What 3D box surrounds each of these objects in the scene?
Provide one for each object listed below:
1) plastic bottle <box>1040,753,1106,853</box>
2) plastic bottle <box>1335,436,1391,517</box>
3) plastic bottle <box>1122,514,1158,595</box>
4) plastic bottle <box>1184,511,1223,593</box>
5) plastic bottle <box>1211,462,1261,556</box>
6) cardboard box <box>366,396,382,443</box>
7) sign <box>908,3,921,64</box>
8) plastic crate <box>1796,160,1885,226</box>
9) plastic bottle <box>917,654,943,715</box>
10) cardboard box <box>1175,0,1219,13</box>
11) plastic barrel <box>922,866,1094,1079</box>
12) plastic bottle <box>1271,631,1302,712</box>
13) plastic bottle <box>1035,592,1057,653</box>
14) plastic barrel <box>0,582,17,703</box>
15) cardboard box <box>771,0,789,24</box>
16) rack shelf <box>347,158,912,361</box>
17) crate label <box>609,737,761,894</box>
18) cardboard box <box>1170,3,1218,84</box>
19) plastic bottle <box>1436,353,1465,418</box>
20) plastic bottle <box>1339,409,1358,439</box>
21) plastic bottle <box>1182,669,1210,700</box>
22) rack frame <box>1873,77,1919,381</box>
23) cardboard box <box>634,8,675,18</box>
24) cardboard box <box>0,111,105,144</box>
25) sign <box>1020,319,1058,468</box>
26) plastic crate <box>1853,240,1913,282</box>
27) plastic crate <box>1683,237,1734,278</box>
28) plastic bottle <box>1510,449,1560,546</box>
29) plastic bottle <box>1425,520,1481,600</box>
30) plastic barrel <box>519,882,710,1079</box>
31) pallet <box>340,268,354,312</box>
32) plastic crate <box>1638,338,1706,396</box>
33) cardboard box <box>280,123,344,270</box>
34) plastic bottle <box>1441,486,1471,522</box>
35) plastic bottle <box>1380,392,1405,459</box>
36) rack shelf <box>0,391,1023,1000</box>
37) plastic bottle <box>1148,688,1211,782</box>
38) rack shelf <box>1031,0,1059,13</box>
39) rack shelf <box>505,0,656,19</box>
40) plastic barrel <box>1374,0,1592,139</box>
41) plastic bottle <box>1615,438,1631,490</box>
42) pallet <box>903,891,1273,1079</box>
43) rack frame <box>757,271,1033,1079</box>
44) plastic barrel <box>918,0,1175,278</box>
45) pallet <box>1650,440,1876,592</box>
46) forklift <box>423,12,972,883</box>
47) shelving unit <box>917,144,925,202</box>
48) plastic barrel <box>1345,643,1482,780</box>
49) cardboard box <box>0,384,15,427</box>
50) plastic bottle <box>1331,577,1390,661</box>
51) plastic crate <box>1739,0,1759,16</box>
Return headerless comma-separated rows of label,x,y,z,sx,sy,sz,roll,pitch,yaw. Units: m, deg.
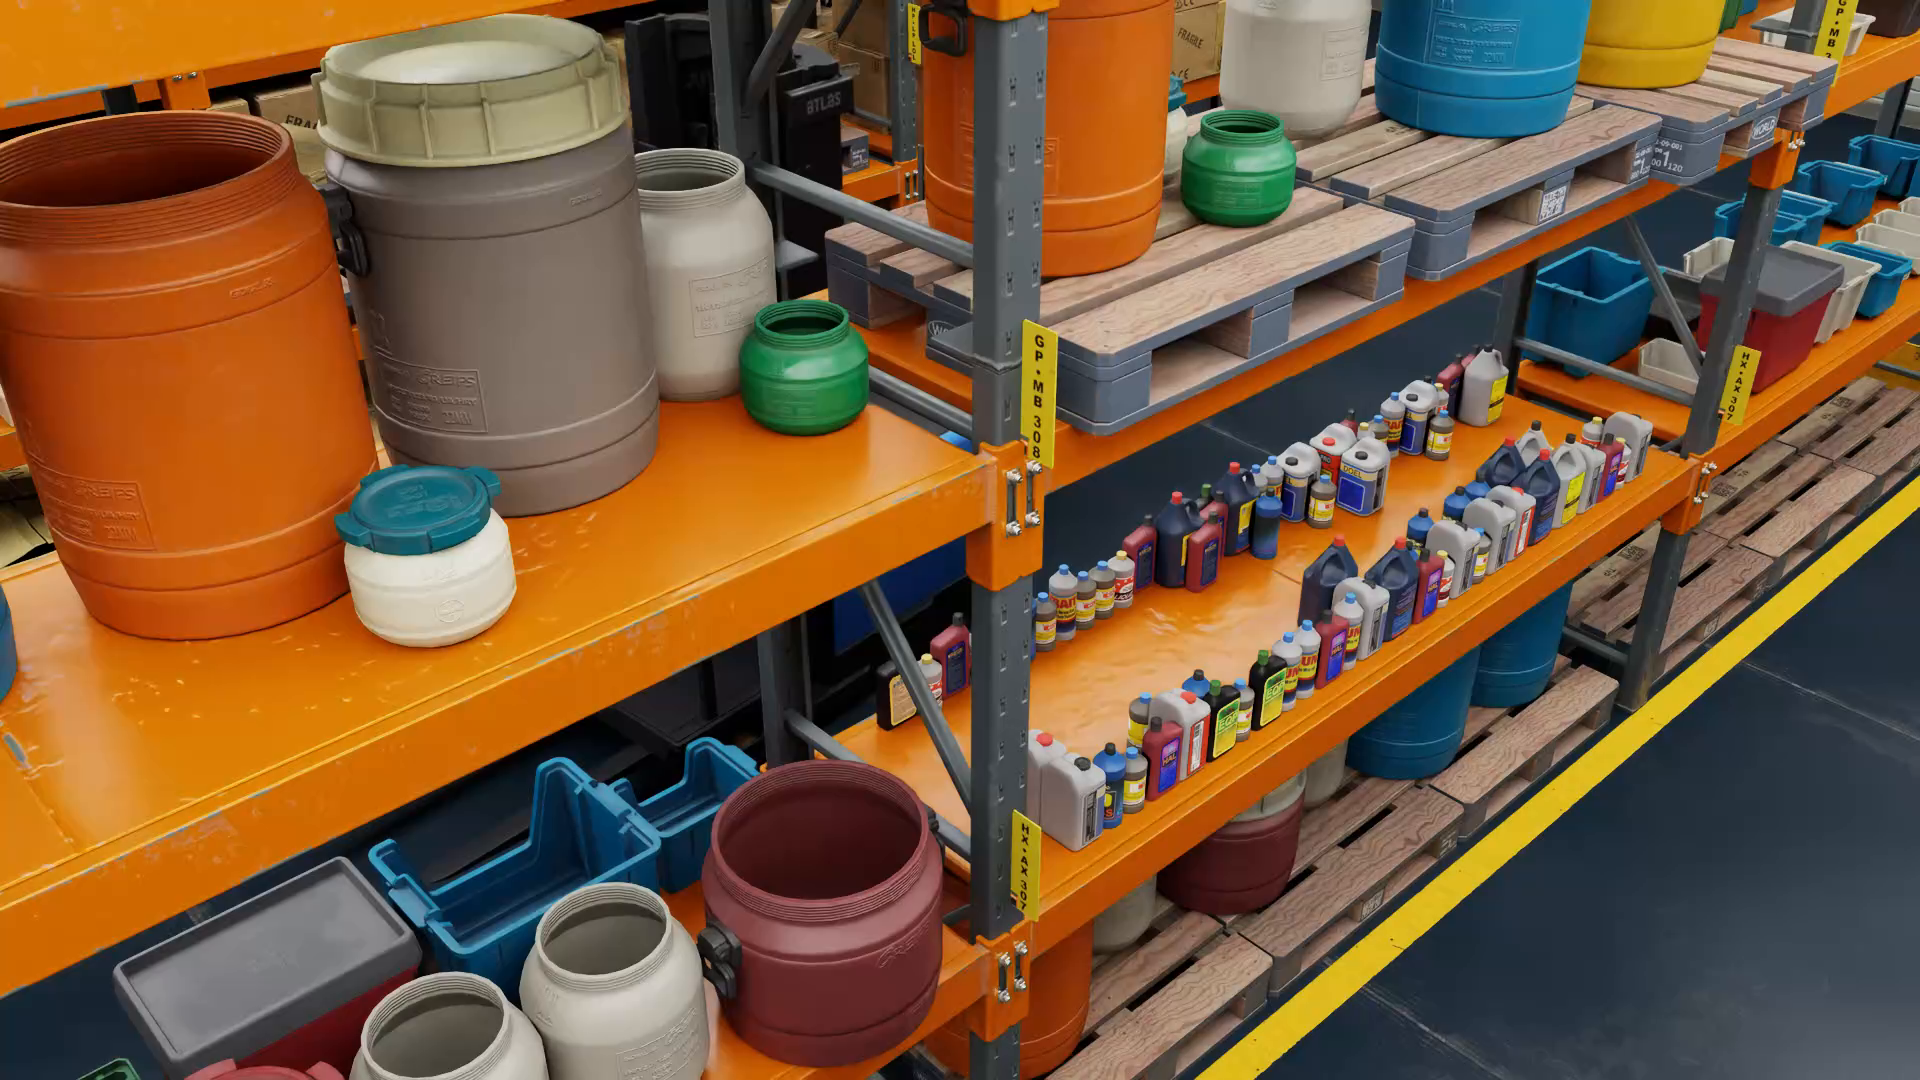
plastic bottle,0.328,0.735,4.792,0.135,0.276,0.152,-26,40,-35
plastic bottle,1.551,-0.249,6.401,0.135,0.276,0.152,-26,40,-35
plastic bottle,0.636,0.049,5.906,0.133,0.283,0.061,-26,40,-35
plastic bottle,0.870,0.039,5.923,0.133,0.283,0.061,-26,40,-35
plastic bottle,1.014,-0.133,6.139,0.185,0.351,0.144,-26,40,-35
cardboard box,-3.046,-0.358,8.434,0.500,0.500,0.500,-24,39,-34
sign,-0.261,-2.886,9.485,0.005,0.325,0.100,-26,40,-35
plastic crate,4.770,-1.885,9.060,0.300,0.233,0.416,-26,40,-35
plastic bottle,-0.105,0.456,5.320,0.097,0.201,0.097,0,31,0
cardboard box,1.406,-3.863,11.138,0.500,0.500,0.500,-25,39,-34
plastic barrel,0.139,1.278,5.462,0.708,0.830,0.600,-26,40,-35
plastic bottle,1.038,0.413,5.323,0.097,0.271,0.097,0,31,0
plastic bottle,0.278,0.270,5.623,0.097,0.201,0.097,0,31,0
plastic barrel,-1.957,-0.090,2.667,0.708,0.901,0.600,-26,40,-35
cardboard box,-1.681,-4.812,15.116,0.250,0.149,0.380,-25,39,-34
rack shelf,-2.107,-1.587,9.159,4.000,0.370,1.077,-26,40,-35
crate label,-0.772,0.789,4.744,0.416,0.233,0.303,-26,40,-35
cardboard box,1.402,-3.441,11.407,0.500,0.500,0.500,-25,40,-35
plastic bottle,2.068,-0.643,7.038,0.133,0.283,0.061,-26,40,-35
plastic bottle,1.514,-0.375,6.600,0.133,0.283,0.061,-26,40,-35
plastic bottle,0.730,0.519,5.150,0.097,0.271,0.097,0,31,0
rack frame,5.658,-2.126,9.351,0.127,3.000,1.000,-26,40,-35
cardboard box,-2.682,-4.599,14.768,0.250,0.149,0.380,-27,40,-36
cardboard box,-6.316,-2.551,11.704,0.750,0.750,0.750,-26,40,-36
sign,0.171,-0.315,3.615,0.005,0.325,0.100,-26,40,-35
plastic crate,4.568,-1.363,8.299,0.250,0.136,0.298,-26,40,-35
plastic crate,3.797,-1.353,8.282,0.466,0.136,0.293,-26,40,-35
plastic bottle,2.137,-0.169,6.199,0.185,0.351,0.144,-26,40,-35
plastic bottle,1.749,0.048,5.915,0.135,0.276,0.152,-26,40,-35
plastic barrel,-0.818,1.111,3.951,0.421,0.512,0.421,0,31,0
pallet,-3.124,-1.370,8.299,1.003,0.211,1.213,-26,40,-35
plastic crate,3.163,-0.731,7.265,0.243,0.136,0.396,-26,40,-35
cardboard box,-3.189,-1.673,8.112,0.700,0.500,0.500,15,35,23
plastic bottle,1.820,-0.074,6.118,0.097,0.271,0.097,0,31,0
plastic bottle,1.754,-0.473,6.772,0.097,0.271,0.097,0,31,0
rack shelf,-1.675,0.448,2.956,4.000,0.370,1.077,-26,40,-35
plastic bottle,0.668,0.571,5.060,0.135,0.276,0.152,-26,40,-35
rack shelf,1.258,-2.079,4.598,4.000,0.370,1.077,-26,40,-35
rack shelf,-2.545,-4.899,14.577,4.000,0.370,1.077,-26,40,-35
plastic barrel,1.577,-1.716,4.922,0.708,0.901,0.600,-26,40,-35
plastic bottle,2.589,-0.307,6.567,0.097,0.201,0.097,0,31,0
pallet,0.341,1.606,5.921,1.213,0.211,1.003,-26,40,-35
rack frame,-0.209,0.712,4.711,0.127,3.000,1.000,-26,40,-35
plastic barrel,0.210,-1.131,4.034,0.708,0.830,0.600,-26,40,-35
pallet,4.132,-0.228,8.920,1.213,0.211,1.003,-26,40,-35
forklift,-1.229,-0.484,6.732,1.130,2.935,3.031,25,39,34
shelving unit,0.121,-0.955,8.298,0.503,2.100,0.431,-26,40,-35
plastic barrel,1.795,0.447,6.753,0.708,0.901,0.600,-26,40,-35
cardboard box,-4.045,-0.652,7.183,0.250,0.149,0.380,-26,40,-35
plastic bottle,1.345,0.243,5.596,0.135,0.276,0.152,-26,40,-35
plastic crate,3.175,-2.360,7.020,0.300,0.233,0.416,-26,40,-35
